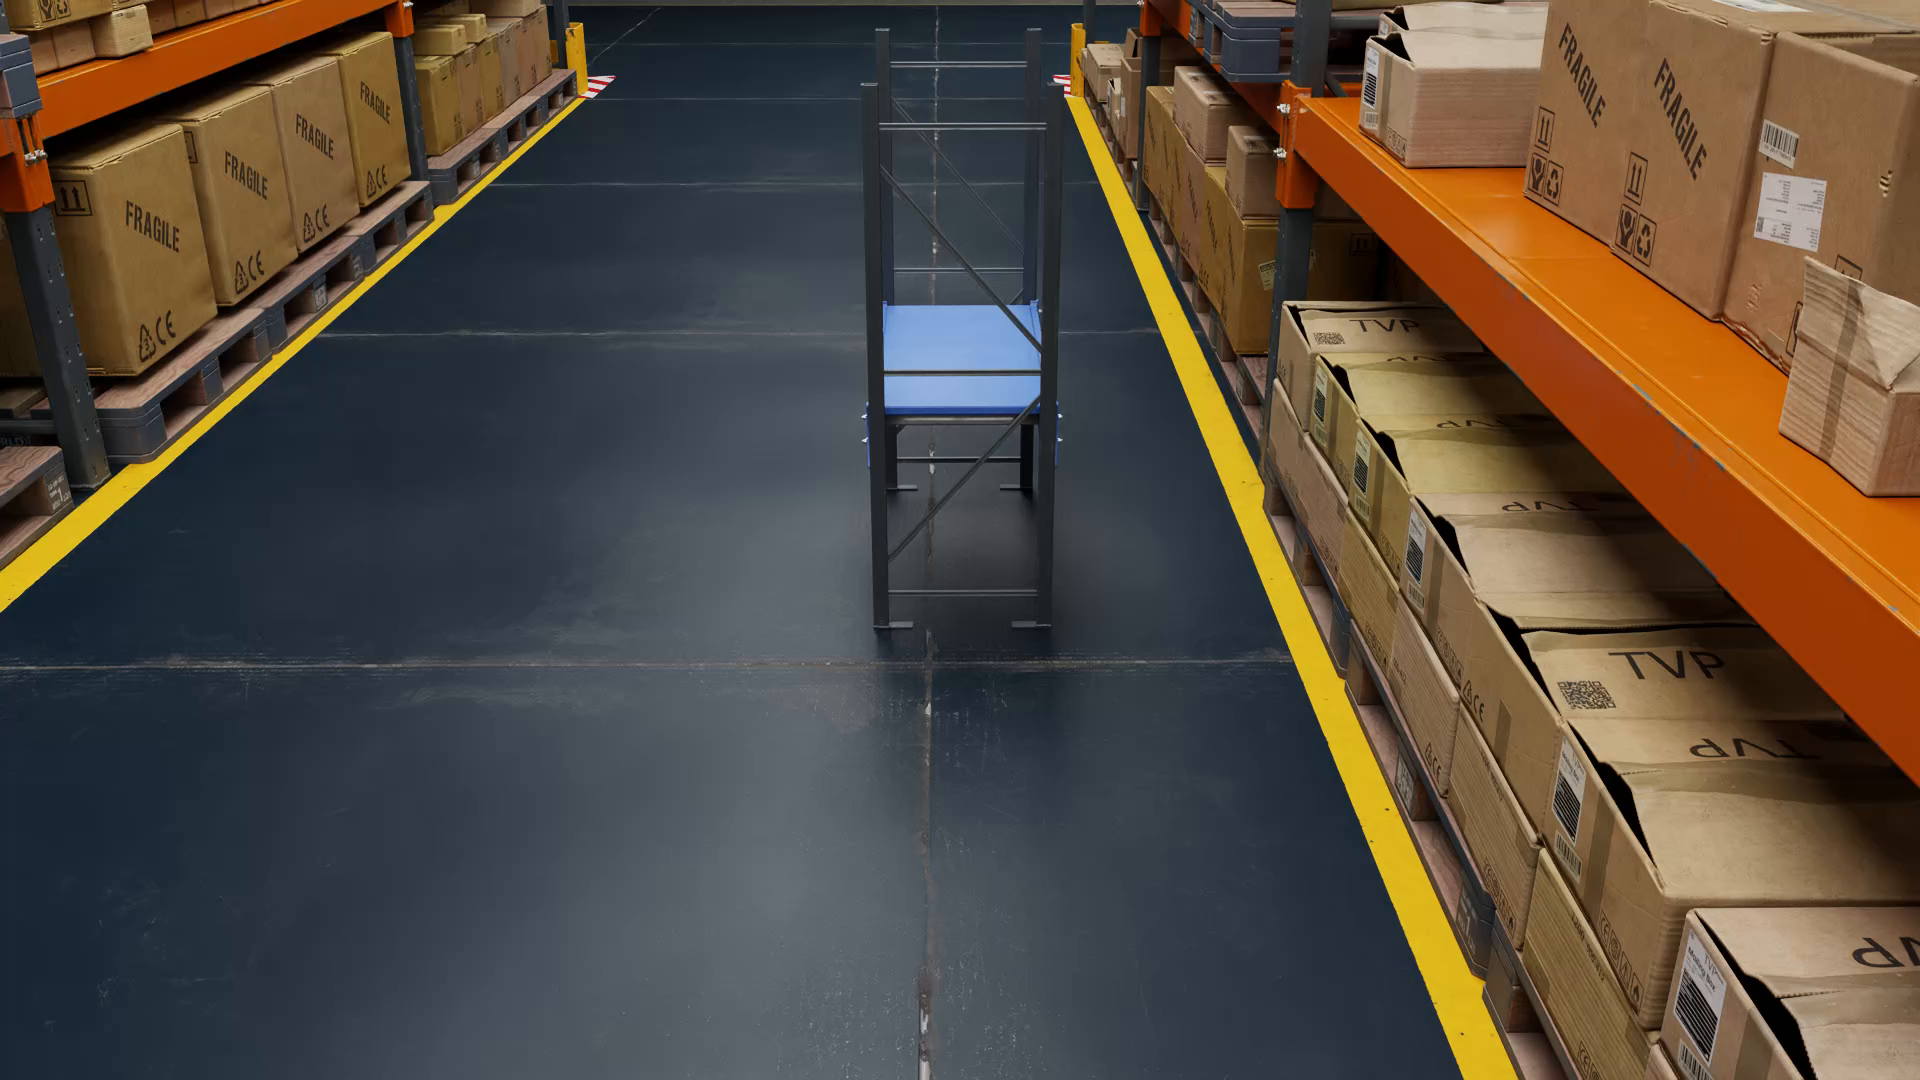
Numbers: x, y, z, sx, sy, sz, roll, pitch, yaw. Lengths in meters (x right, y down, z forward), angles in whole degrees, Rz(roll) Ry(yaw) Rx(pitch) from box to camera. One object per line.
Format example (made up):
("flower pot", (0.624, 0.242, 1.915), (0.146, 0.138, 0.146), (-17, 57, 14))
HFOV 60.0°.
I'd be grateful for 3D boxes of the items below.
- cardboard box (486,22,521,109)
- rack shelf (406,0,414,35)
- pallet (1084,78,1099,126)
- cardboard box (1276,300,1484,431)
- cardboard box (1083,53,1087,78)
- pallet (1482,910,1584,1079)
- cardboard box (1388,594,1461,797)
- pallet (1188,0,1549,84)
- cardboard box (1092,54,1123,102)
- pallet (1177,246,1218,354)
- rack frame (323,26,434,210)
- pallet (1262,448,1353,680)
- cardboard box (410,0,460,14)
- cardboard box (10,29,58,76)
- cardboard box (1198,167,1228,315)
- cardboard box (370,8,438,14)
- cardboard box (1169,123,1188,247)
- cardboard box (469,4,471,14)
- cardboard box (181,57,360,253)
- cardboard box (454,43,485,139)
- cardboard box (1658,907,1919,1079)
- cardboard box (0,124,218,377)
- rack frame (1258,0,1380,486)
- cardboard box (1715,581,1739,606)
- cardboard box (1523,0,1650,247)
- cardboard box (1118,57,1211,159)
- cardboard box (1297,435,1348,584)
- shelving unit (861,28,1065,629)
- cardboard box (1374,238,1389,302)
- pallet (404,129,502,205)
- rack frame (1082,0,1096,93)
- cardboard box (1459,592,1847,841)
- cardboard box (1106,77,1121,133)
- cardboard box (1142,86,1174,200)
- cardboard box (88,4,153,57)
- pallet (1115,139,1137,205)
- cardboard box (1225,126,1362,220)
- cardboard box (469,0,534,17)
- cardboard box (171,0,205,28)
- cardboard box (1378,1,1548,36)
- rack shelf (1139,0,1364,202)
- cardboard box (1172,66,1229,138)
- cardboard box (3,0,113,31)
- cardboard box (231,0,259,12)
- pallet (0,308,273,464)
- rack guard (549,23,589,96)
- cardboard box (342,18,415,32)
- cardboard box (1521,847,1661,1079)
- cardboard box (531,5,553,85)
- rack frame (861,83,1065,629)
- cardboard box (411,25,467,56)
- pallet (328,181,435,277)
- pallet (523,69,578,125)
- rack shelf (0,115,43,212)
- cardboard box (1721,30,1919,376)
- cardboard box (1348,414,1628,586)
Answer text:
("cardboard box", (-3.386, -3.201, 11.212), (0.700, 0.500, 0.500), (-1, 24, -2))
("rack shelf", (-3.484, -3.699, 10.661), (1.077, 0.370, 4.000), (0, 24, -1))
("pallet", (1.458, -3.244, 12.166), (1.003, 0.211, 1.213), (0, 24, -1))
("cardboard box", (1.247, -0.555, 4.983), (0.500, 0.311, 0.500), (1, 24, 1))
("cardboard box", (1.111, -3.507, 12.268), (0.380, 0.166, 0.250), (0, 24, -1))
("pallet", (1.532, 1.038, 2.700), (1.003, 0.211, 1.213), (0, 24, -1))
("cardboard box", (1.270, 0.333, 3.700), (0.500, 0.250, 0.500), (0, 24, 1))
("pallet", (1.457, -1.769, 5.755), (1.213, 0.211, 1.003), (0, 24, -1))
("cardboard box", (1.181, -3.185, 11.454), (0.500, 0.250, 0.500), (0, 24, -1))
("pallet", (1.554, -1.116, 7.463), (1.003, 0.211, 1.213), (0, 24, -1))
("rack frame", (-3.462, -3.202, 8.690), (1.000, 3.000, 0.127), (0, 24, -1))
("pallet", (1.505, 0.032, 4.923), (1.003, 0.211, 1.213), (0, 24, -1))
("cardboard box", (-3.587, -3.544, 11.183), (0.380, 0.149, 0.250), (0, 24, 0))
("cardboard box", (-3.190, -1.585, 5.396), (0.380, 0.149, 0.250), (-1, 24, -1))
("cardboard box", (1.285, -1.237, 6.844), (0.500, 0.500, 0.500), (-1, 24, -2))
("cardboard box", (-3.582, -3.334, 10.719), (0.380, 0.149, 0.250), (-1, 24, -2))
("cardboard box", (1.268, -1.661, 7.783), (0.500, 0.500, 0.500), (0, 24, 0))
("cardboard box", (-3.593, -3.752, 11.643), (0.380, 0.149, 0.250), (0, 24, 0))
("cardboard box", (-3.312, -1.781, 7.646), (0.750, 0.750, 0.750), (0, 24, 1))
("cardboard box", (-3.370, -2.770, 10.259), (0.700, 0.500, 0.500), (0, 24, -1))
("cardboard box", (1.288, 0.711, 2.185), (0.500, 0.311, 0.500), (0, 24, -1))
("cardboard box", (-3.295, -1.069, 6.074), (0.750, 0.750, 0.750), (-1, 24, -1))
("rack frame", (1.535, -1.578, 5.099), (1.000, 3.000, 0.127), (0, 24, -1))
("cardboard box", (1.805, 0.072, 3.598), (0.500, 0.311, 0.500), (0, 24, 1))
("cardboard box", (1.570, -0.932, 3.549), (0.500, 0.500, 0.500), (-2, 24, -3))
("cardboard box", (1.201, -2.521, 9.684), (0.500, 0.500, 0.500), (0, 24, -1))
("cardboard box", (1.253, -0.092, 4.641), (0.500, 0.250, 0.500), (-1, 24, -2))
("shelving unit", (0.001, -0.648, 4.863), (0.538, 1.500, 1.048), (0, 24, -1))
("cardboard box", (1.804, -1.044, 6.417), (0.500, 0.500, 0.500), (-1, 24, -2))
("pallet", (-3.392, -2.245, 9.958), (1.003, 0.211, 1.213), (0, 24, -1))
("rack frame", (1.448, -4.874, 12.387), (1.000, 3.000, 0.127), (0, 24, -1))
("cardboard box", (1.272, 0.291, 3.113), (0.500, 0.311, 0.500), (0, 24, -1))
("cardboard box", (1.193, -2.744, 10.406), (0.500, 0.311, 0.500), (0, 24, -1))
("cardboard box", (1.253, -2.087, 8.724), (0.500, 0.500, 0.500), (-1, 24, -3))
("cardboard box", (-3.103, -1.799, 5.868), (0.380, 0.149, 0.250), (0, 24, 1))
("pallet", (1.485, -2.238, 9.943), (1.003, 0.211, 1.213), (0, 24, -1))
("cardboard box", (1.285, -1.388, 6.269), (0.500, 0.250, 0.500), (1, 24, 1))
("cardboard box", (-3.211, -3.753, 11.645), (0.380, 0.149, 0.250), (0, 24, 1))
("cardboard box", (-3.232, -2.115, 6.568), (0.380, 0.149, 0.250), (0, 24, 0))
("cardboard box", (1.495, -1.387, 4.785), (0.500, 0.311, 0.500), (1, 24, 3))
("rack shelf", (1.513, -2.074, 7.069), (1.077, 0.370, 4.000), (0, 24, -1))
("cardboard box", (1.264, -2.017, 7.659), (0.500, 0.250, 0.500), (0, 24, 0))
("cardboard box", (-3.168, -1.945, 5.405), (0.500, 0.500, 0.500), (0, 24, 1))
("cardboard box", (-3.214, -2.326, 7.033), (0.380, 0.149, 0.250), (0, 24, 1))
("pallet", (-3.352, -0.609, 6.340), (1.003, 0.211, 1.213), (0, 24, -1))
("rack guard", (-3.506, -3.721, 12.872), (1.175, 0.500, 0.348), (0, 24, -1))
("cardboard box", (-3.576, -3.124, 10.254), (0.380, 0.149, 0.250), (-1, 24, -2))
("cardboard box", (1.280, 0.754, 2.770), (0.500, 0.250, 0.500), (-1, 24, -1))
("cardboard box", (-3.398, -3.615, 12.126), (0.700, 0.500, 0.500), (0, 24, -1))
("rack frame", (0.006, -0.439, 4.400), (0.500, 1.500, 0.032), (0, 24, -1))
("cardboard box", (-3.189, -3.001, 9.981), (0.380, 0.149, 0.250), (1, 24, 1))
("pallet", (-3.378, -1.614, 8.563), (1.003, 0.211, 1.213), (0, 24, -1))
("pallet", (-3.419, -3.251, 12.182), (1.003, 0.211, 1.213), (0, 24, -1))
("rack shelf", (-3.397, -0.402, 3.372), (1.077, 0.370, 4.000), (0, 24, -1))
("cardboard box", (1.581, -0.509, 2.613), (0.500, 0.500, 0.500), (1, 24, 3))
("cardboard box", (1.264, -0.128, 4.040), (0.500, 0.311, 0.500), (-1, 24, -2))
